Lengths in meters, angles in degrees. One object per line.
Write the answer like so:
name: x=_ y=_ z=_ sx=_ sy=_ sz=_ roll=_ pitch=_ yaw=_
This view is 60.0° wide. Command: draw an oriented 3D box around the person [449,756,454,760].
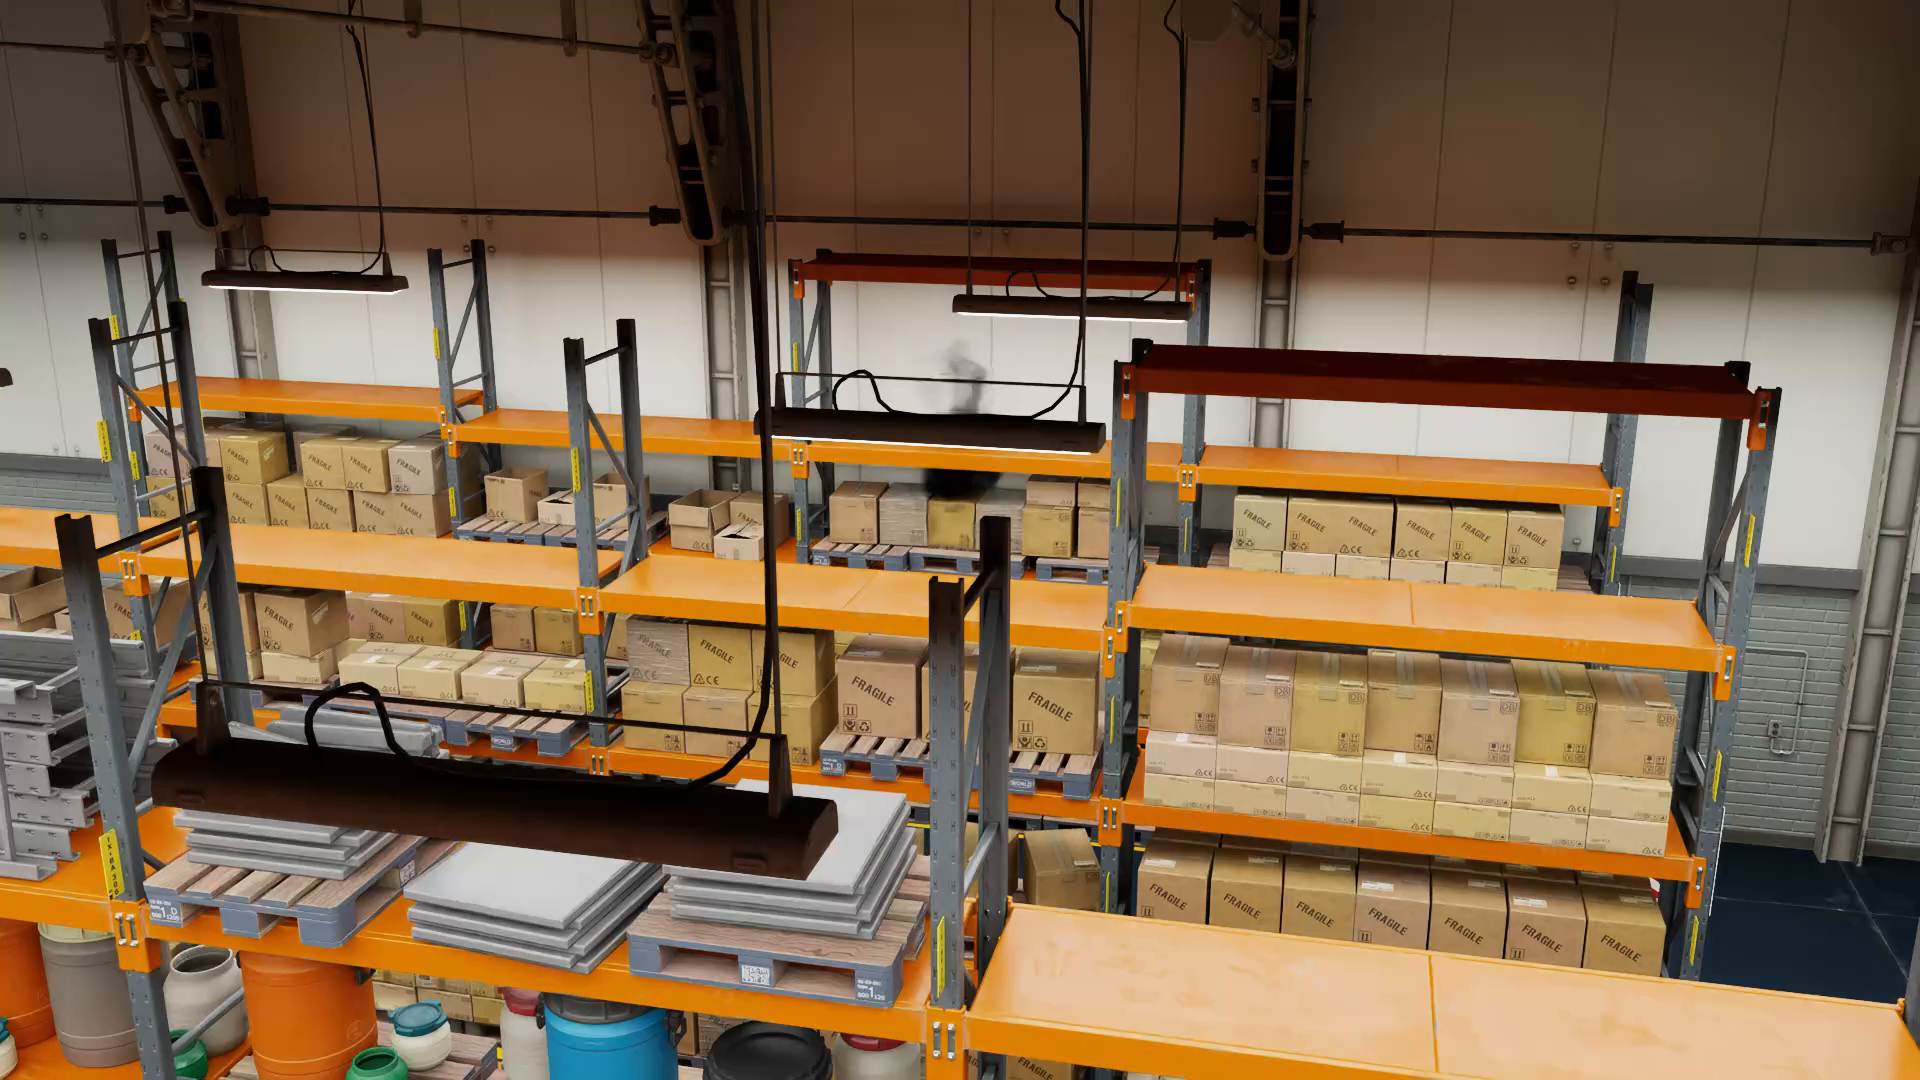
person: x=-5.082 y=2.688 z=16.205 sx=0.865 sy=1.645 sz=0.586 roll=4 pitch=17 yaw=12
